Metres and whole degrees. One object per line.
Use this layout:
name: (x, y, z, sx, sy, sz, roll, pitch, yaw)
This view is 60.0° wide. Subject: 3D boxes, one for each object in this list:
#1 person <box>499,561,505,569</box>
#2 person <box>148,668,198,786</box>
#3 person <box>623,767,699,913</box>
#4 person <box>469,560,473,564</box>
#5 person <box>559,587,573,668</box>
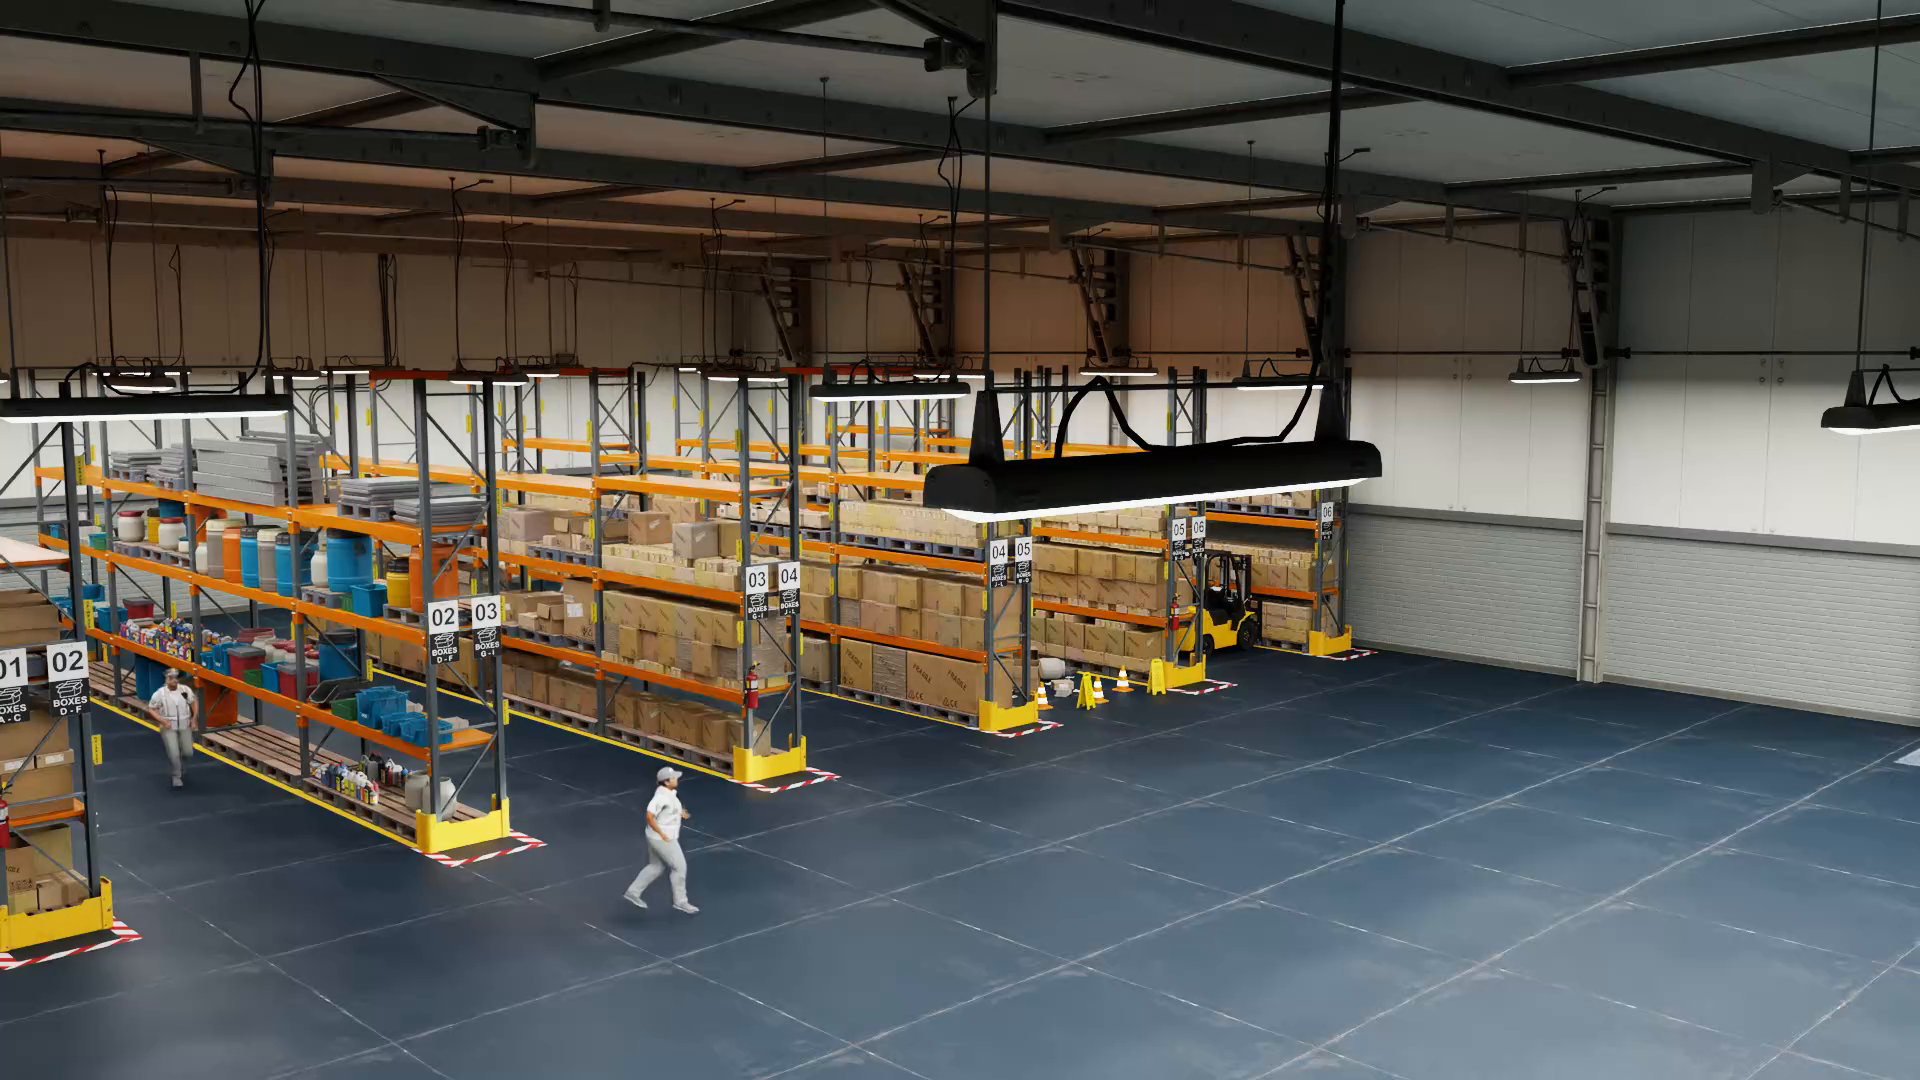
person: (-11.201, 0.971, 40.631, 0.529, 1.596, 0.693, -3, 7, -25)
person: (-11.514, 2.713, 24.387, 0.689, 1.733, 0.602, -6, 8, -41)
person: (-3.389, 3.389, 18.757, 0.835, 1.692, 0.602, -2, 7, -15)
person: (-11.228, 1.275, 37.993, 0.735, 1.624, 0.704, -4, 7, -28)
person: (-7.701, 1.783, 32.423, 0.660, 1.780, 0.942, -6, 9, -41)
